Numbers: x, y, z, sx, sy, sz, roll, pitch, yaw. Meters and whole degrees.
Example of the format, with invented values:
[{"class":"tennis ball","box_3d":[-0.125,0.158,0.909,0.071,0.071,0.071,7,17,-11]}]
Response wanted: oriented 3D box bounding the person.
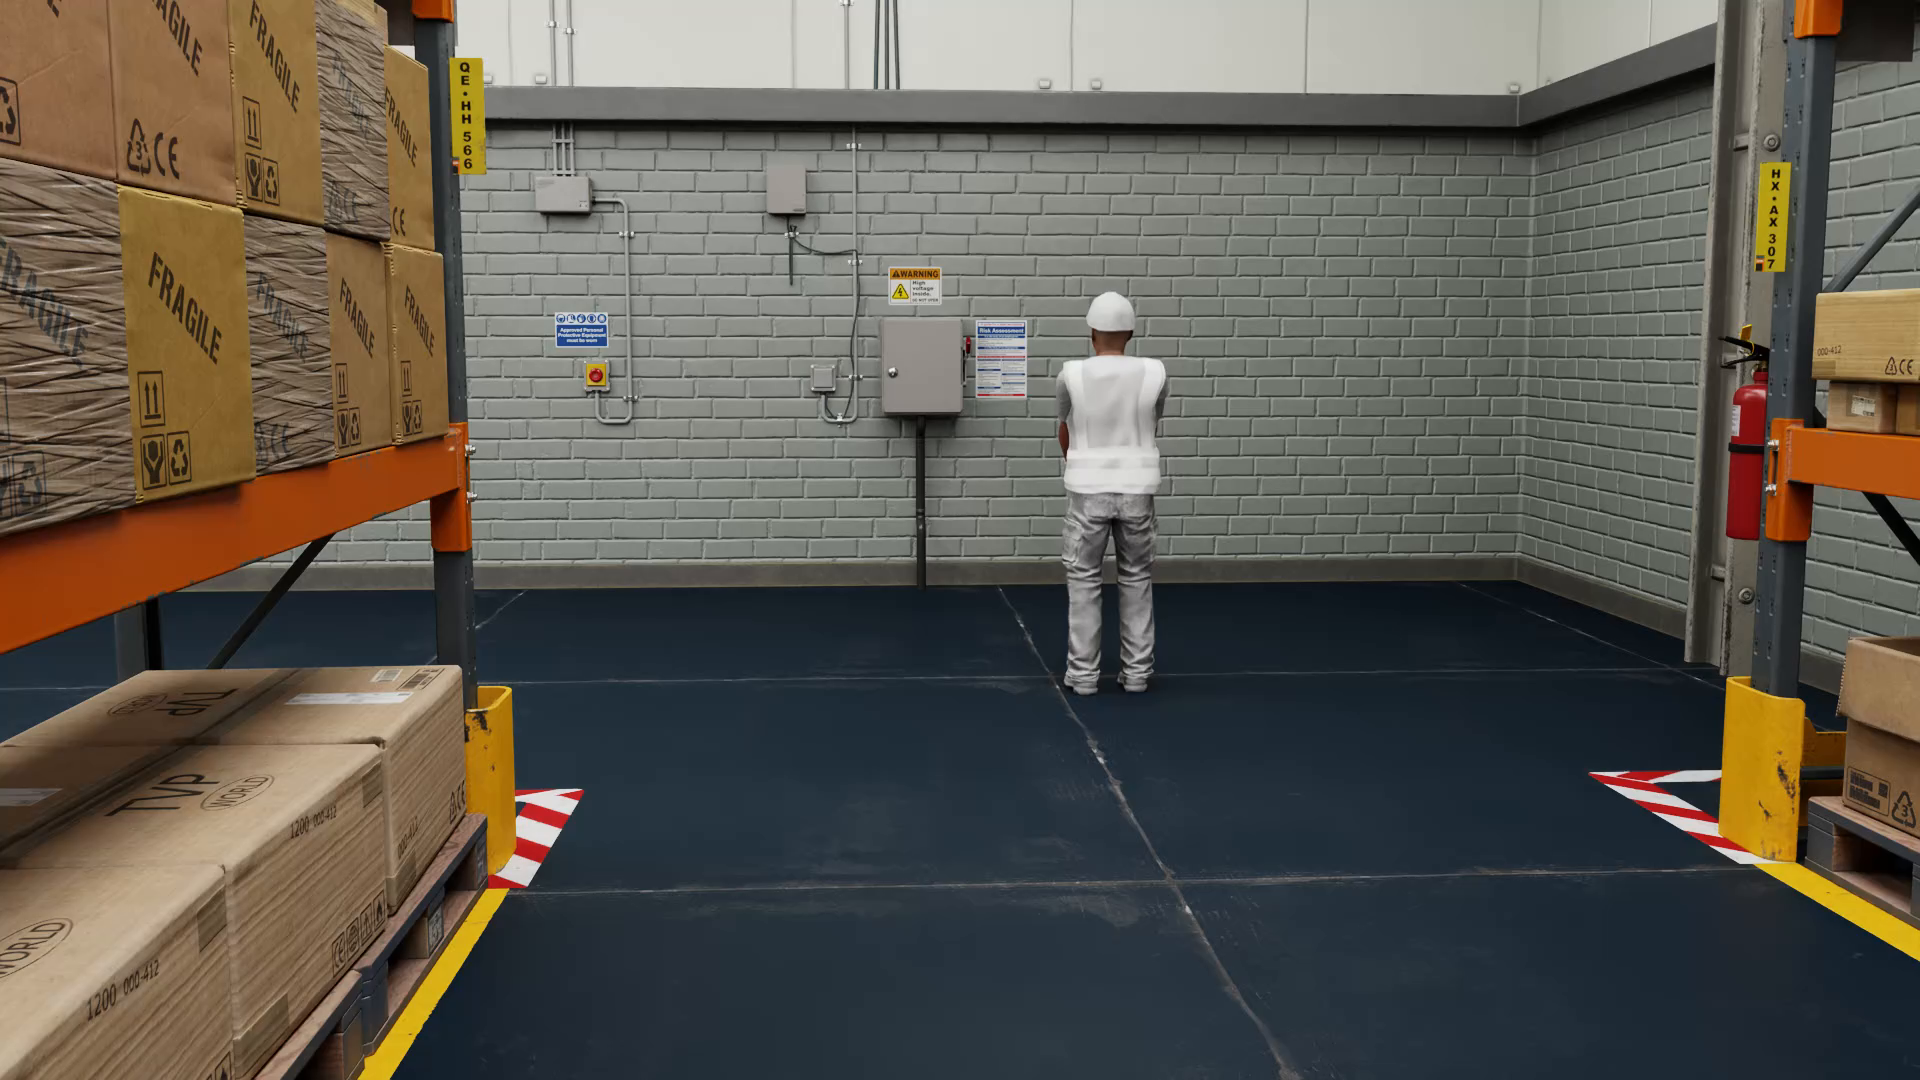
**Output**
[{"class":"person","box_3d":[0.658,-0.214,7.476,0.487,1.778,0.574,0,7,-3]}]
